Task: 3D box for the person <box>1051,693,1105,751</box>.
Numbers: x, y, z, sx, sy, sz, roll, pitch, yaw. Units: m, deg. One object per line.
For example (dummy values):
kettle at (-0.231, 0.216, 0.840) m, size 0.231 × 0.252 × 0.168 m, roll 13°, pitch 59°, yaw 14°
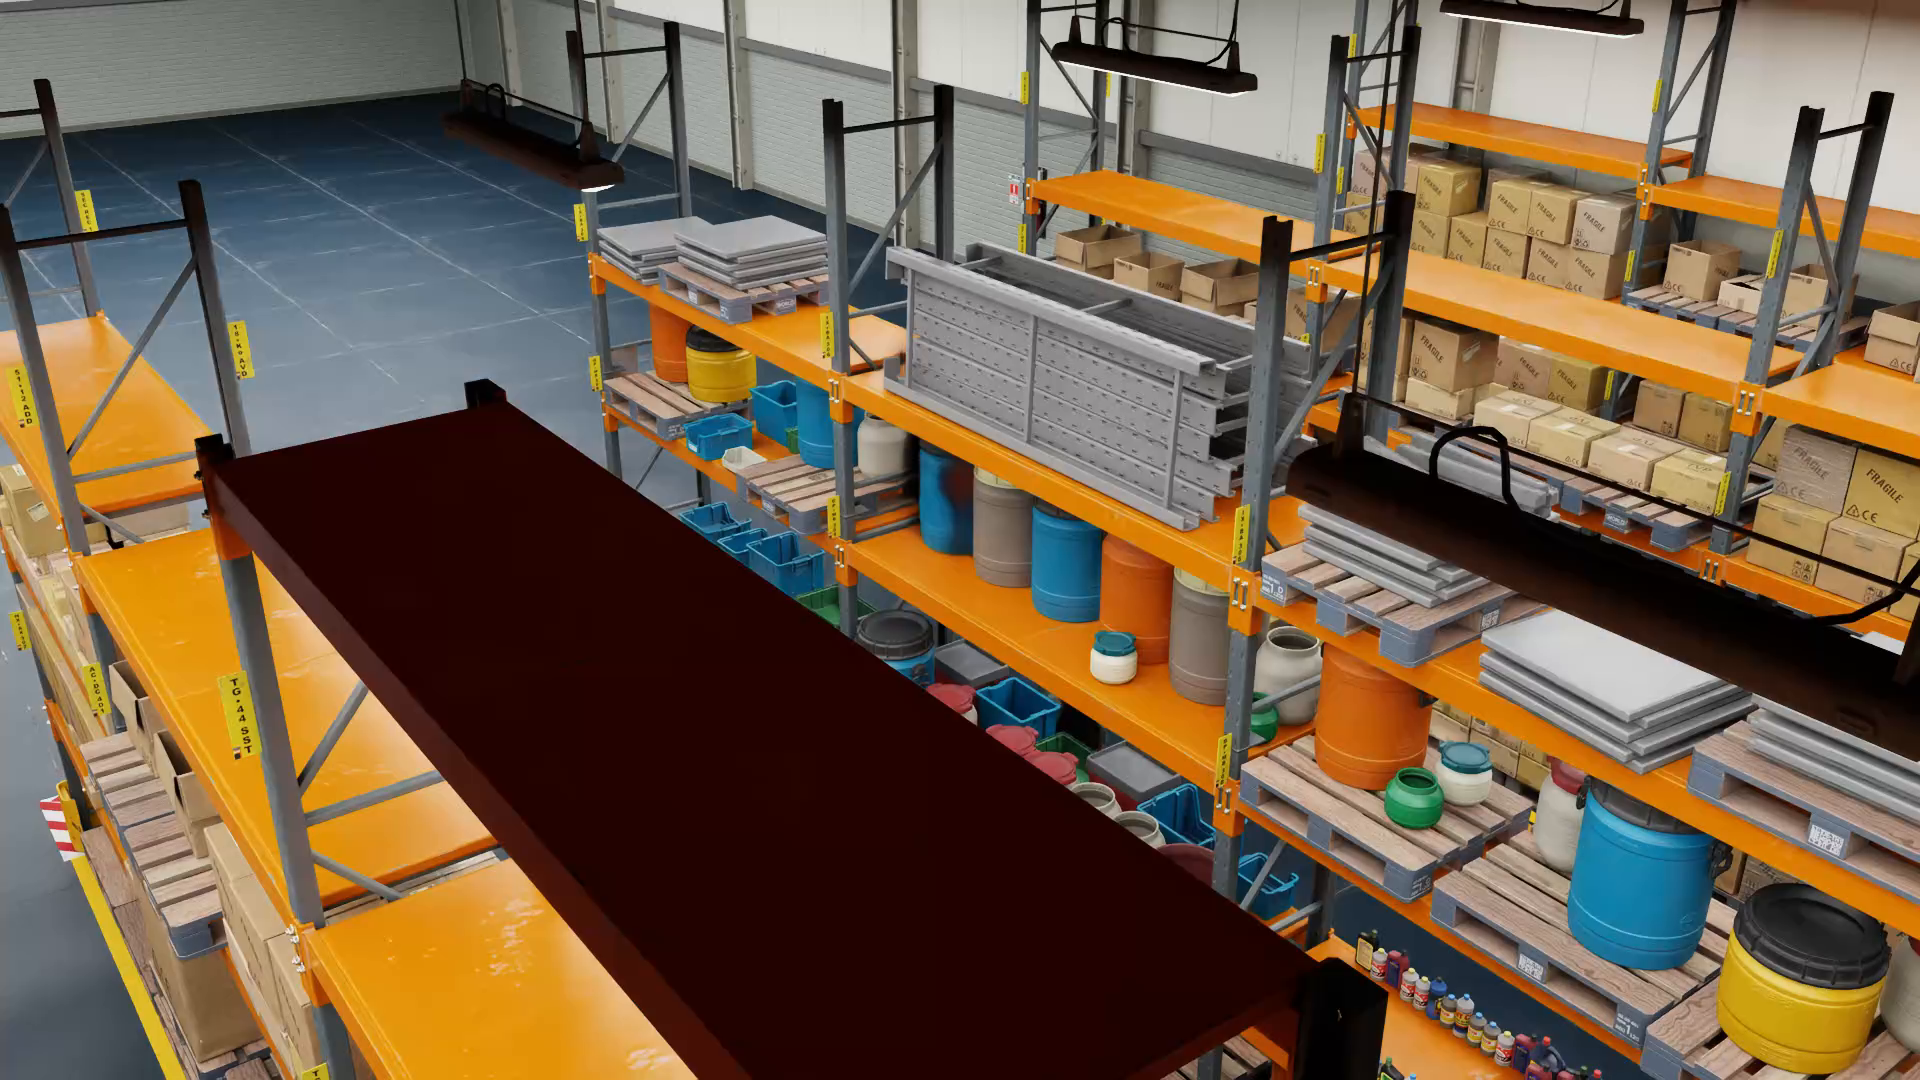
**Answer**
person at (0.888, 1.663, 13.295) m, size 0.560 × 1.742 × 0.410 m, roll -10°, pitch 27°, yaw -21°
